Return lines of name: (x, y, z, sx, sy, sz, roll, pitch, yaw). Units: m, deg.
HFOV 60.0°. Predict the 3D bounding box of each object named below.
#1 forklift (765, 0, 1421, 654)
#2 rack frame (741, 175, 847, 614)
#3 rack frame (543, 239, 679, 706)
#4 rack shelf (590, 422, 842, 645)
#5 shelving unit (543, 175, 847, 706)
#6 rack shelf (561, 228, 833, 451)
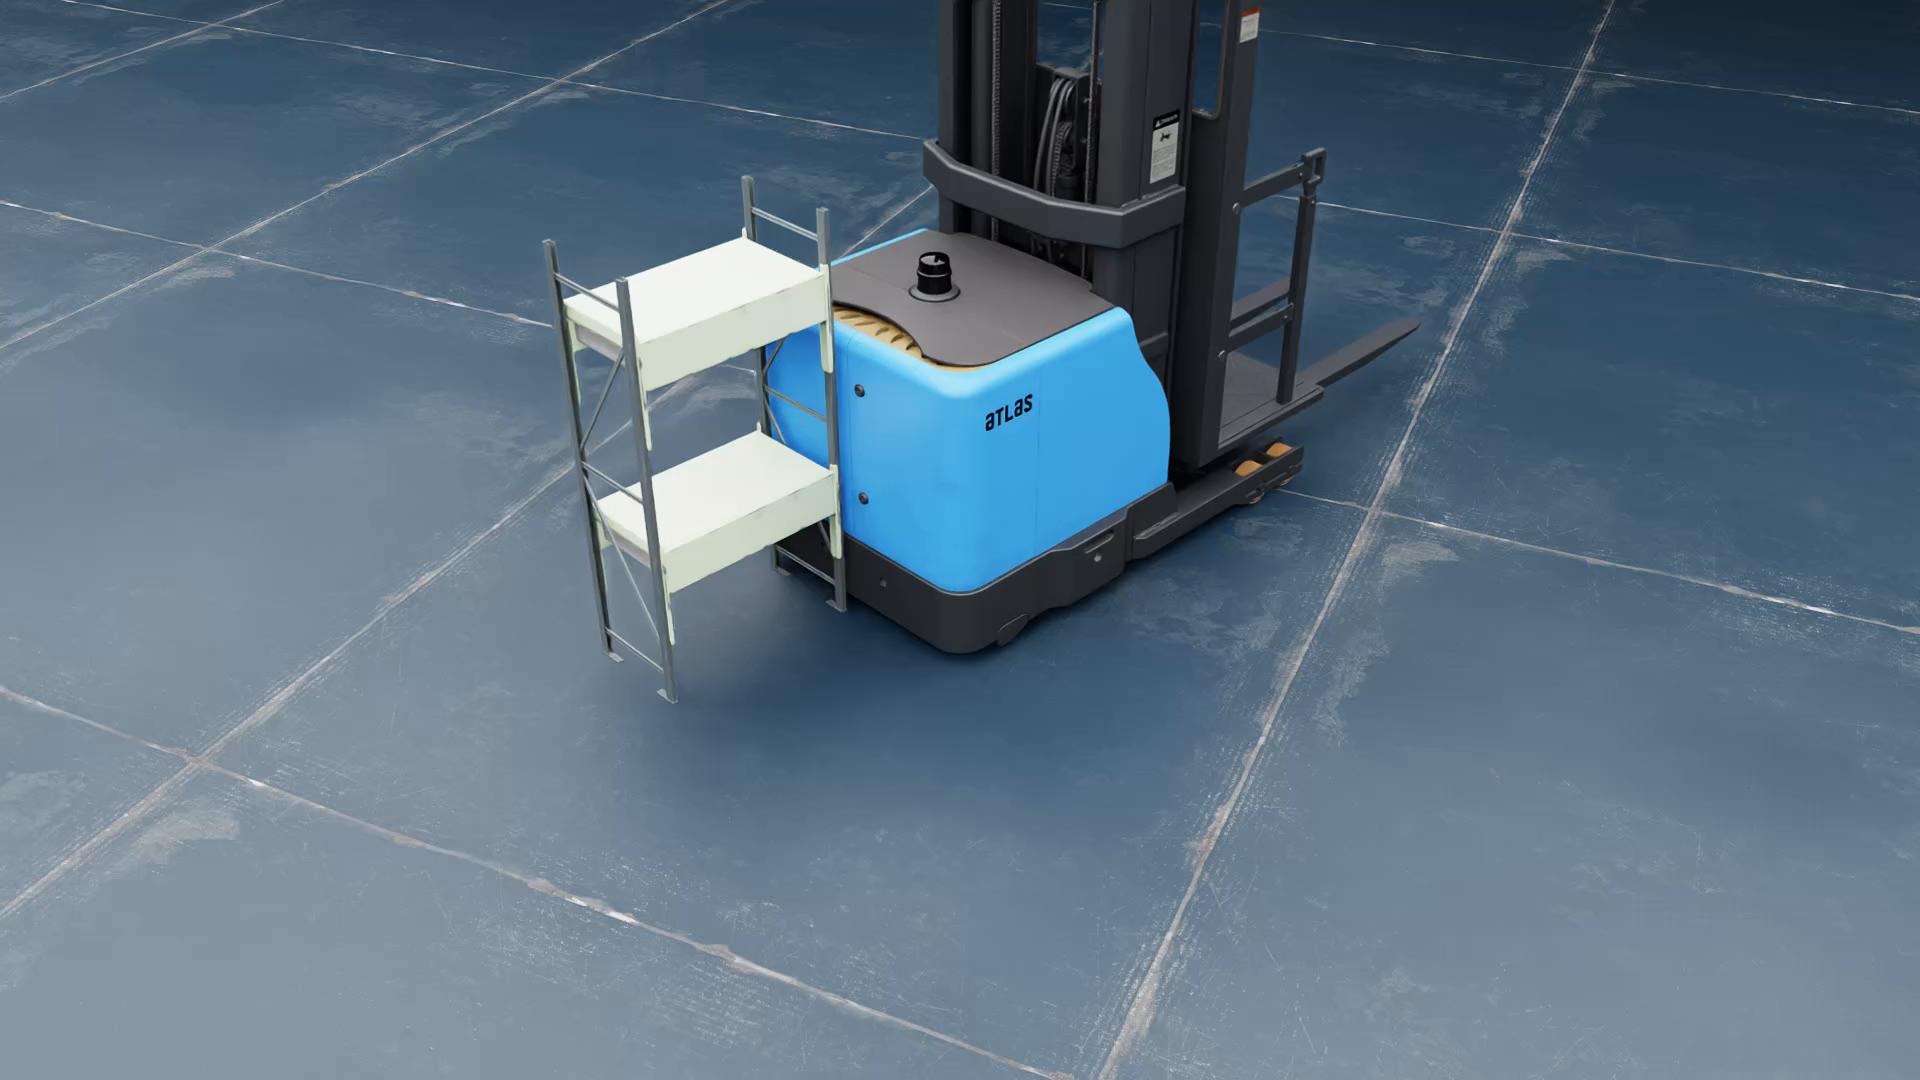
forklift: (0.713, -1.548, 5.939, 3.031, 2.935, 1.130, -28, 43, -36)
rack frame: (-0.546, -0.450, 5.569, 0.023, 1.500, 0.400, -28, 43, -36)
rack frame: (-1.068, -0.169, 5.140, 0.023, 1.500, 0.400, -28, 43, -36)
rack shelf: (-0.807, -0.037, 5.533, 0.720, 0.370, 0.431, -28, 43, -36)
shelving unit: (-0.807, -0.309, 5.354, 0.755, 1.500, 0.431, -28, 43, -36)
rack shelf: (-0.807, -0.636, 5.140, 0.720, 0.370, 0.431, -28, 43, -36)
